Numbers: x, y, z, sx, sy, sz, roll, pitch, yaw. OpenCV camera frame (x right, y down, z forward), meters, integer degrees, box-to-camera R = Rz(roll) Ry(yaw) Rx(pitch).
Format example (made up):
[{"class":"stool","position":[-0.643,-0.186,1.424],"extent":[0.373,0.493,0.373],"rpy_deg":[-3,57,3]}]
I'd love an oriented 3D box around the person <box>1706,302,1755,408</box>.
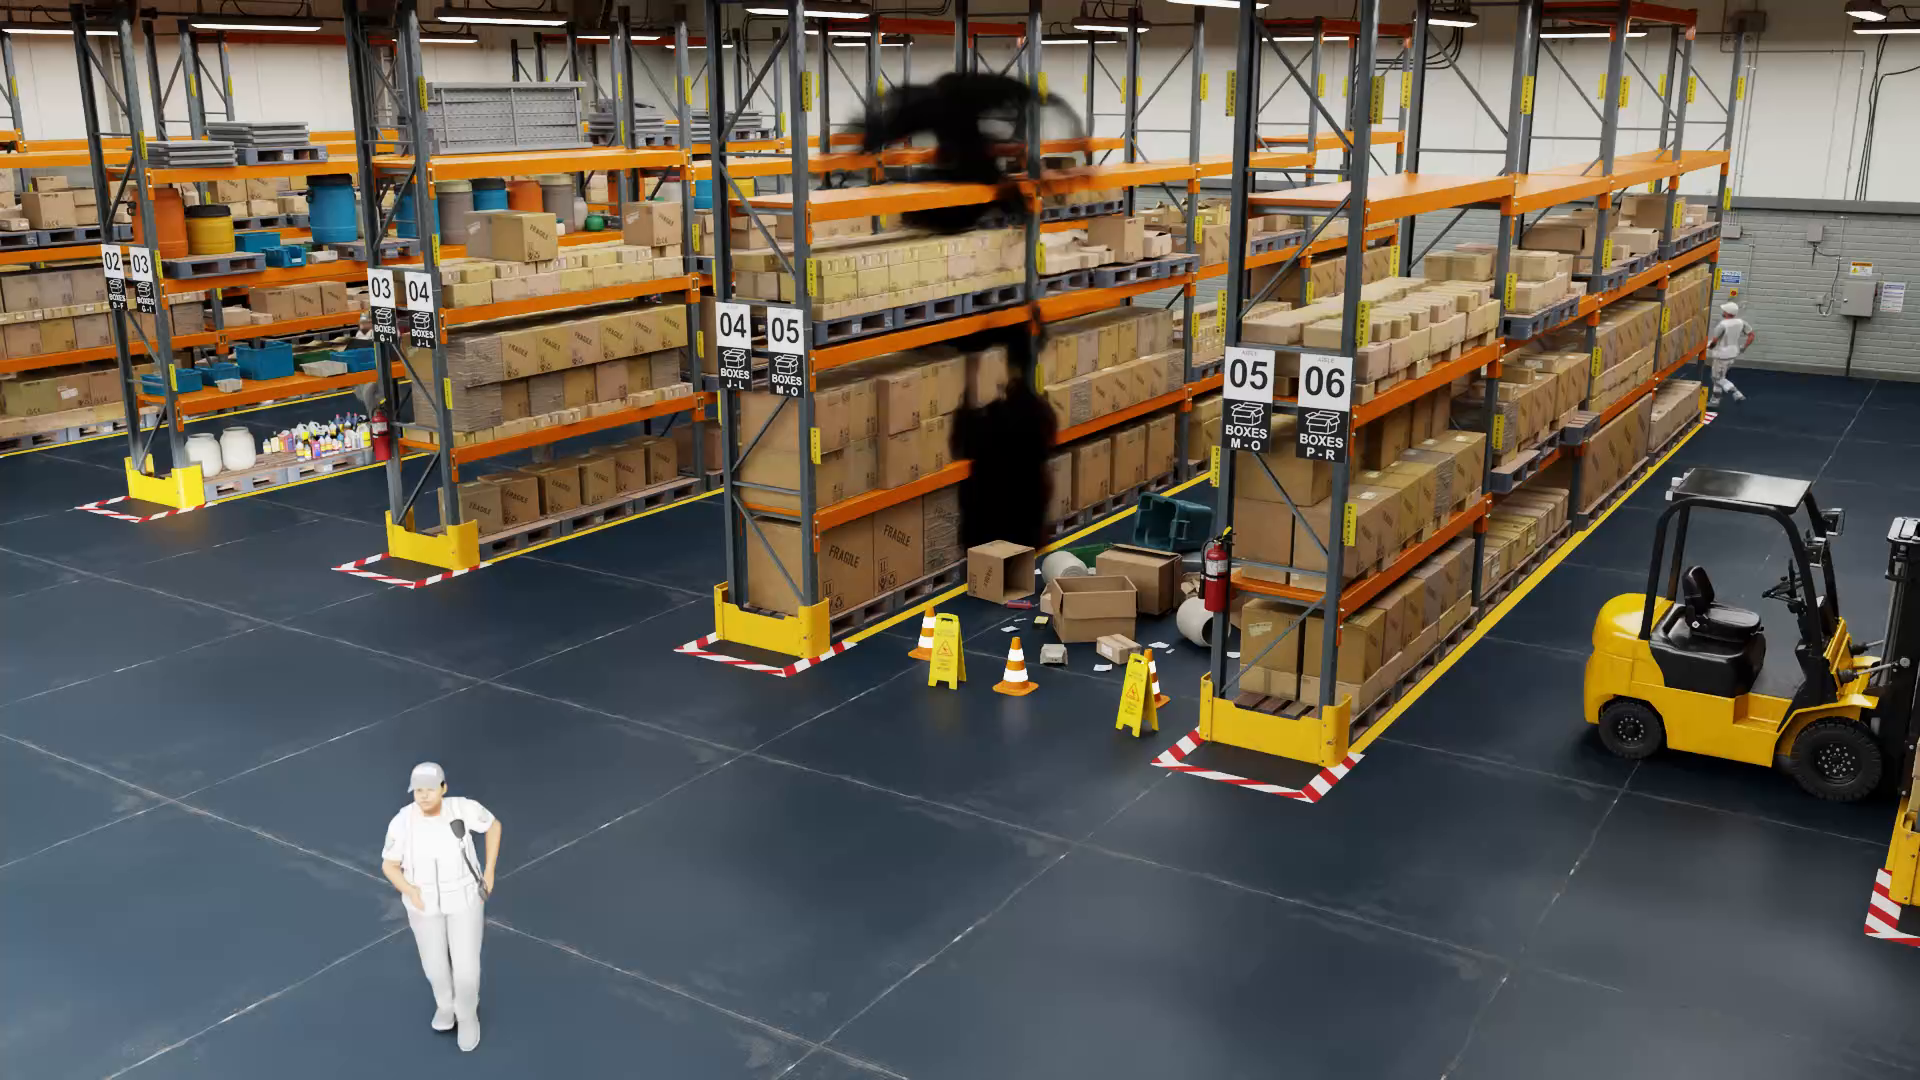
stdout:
[{"class":"person","position":[12.128,-2.902,26.382],"extent":[0.718,1.768,0.839],"rpy_deg":[-6,17,-22]}]

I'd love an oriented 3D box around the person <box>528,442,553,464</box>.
[{"class":"person","position":[-5.739,-1.758,22.370],"extent":[0.651,1.684,0.602],"rpy_deg":[5,16,18]}]

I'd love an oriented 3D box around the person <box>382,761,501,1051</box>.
[{"class":"person","position":[-2.800,1.988,9.037],"extent":[0.605,1.666,0.646],"rpy_deg":[-2,16,-9]}]

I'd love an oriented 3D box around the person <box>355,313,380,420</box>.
[{"class":"person","position":[-8.949,-2.604,25.327],"extent":[0.664,1.742,0.678],"rpy_deg":[8,17,26]}]
